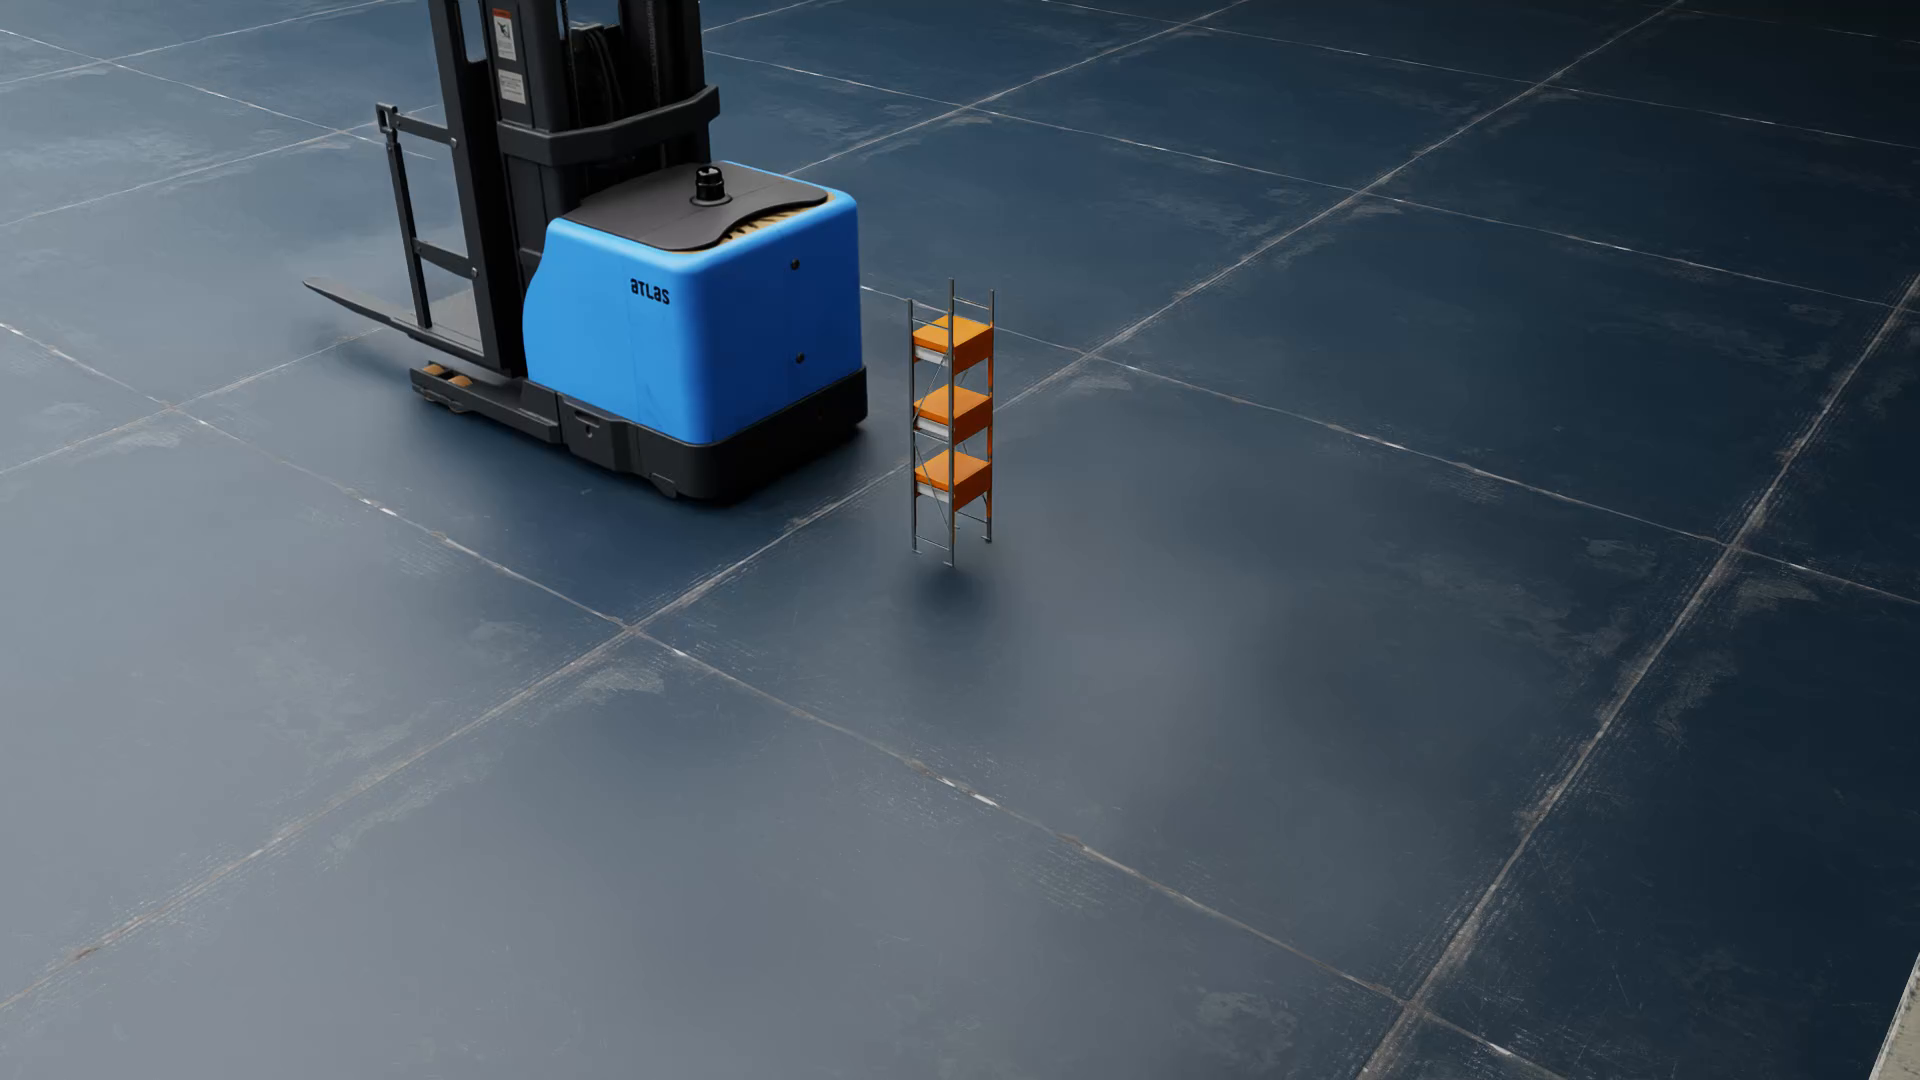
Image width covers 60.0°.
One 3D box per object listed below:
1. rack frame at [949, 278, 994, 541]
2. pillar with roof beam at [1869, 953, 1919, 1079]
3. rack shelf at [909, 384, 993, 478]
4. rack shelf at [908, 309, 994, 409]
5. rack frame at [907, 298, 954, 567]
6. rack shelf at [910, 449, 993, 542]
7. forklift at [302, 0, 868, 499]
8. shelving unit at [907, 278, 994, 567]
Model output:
[{"bbox_3d":[0.041,-0.479,6.321,0.200,1.050,0.008,21,37,31],"label":"rack frame"},{"bbox_3d":[-1.286,-3.587,3.769,9.100,9.000,0.400,21,37,31],"label":"pillar with roof beam"},{"bbox_3d":[-0.032,-0.421,6.243,0.215,0.259,0.240,21,37,31],"label":"rack shelf"},{"bbox_3d":[-0.032,-0.665,6.098,0.215,0.259,0.240,21,37,31],"label":"rack shelf"},{"bbox_3d":[-0.106,-0.380,6.154,0.200,1.050,0.008,21,37,31],"label":"rack frame"},{"bbox_3d":[-0.032,-0.182,6.385,0.215,0.259,0.240,21,37,31],"label":"rack shelf"},{"bbox_3d":[-1.882,-2.025,7.083,3.031,2.935,1.130,22,37,32],"label":"forklift"},{"bbox_3d":[-0.032,-0.430,6.238,0.215,1.050,0.252,21,37,31],"label":"shelving unit"}]
